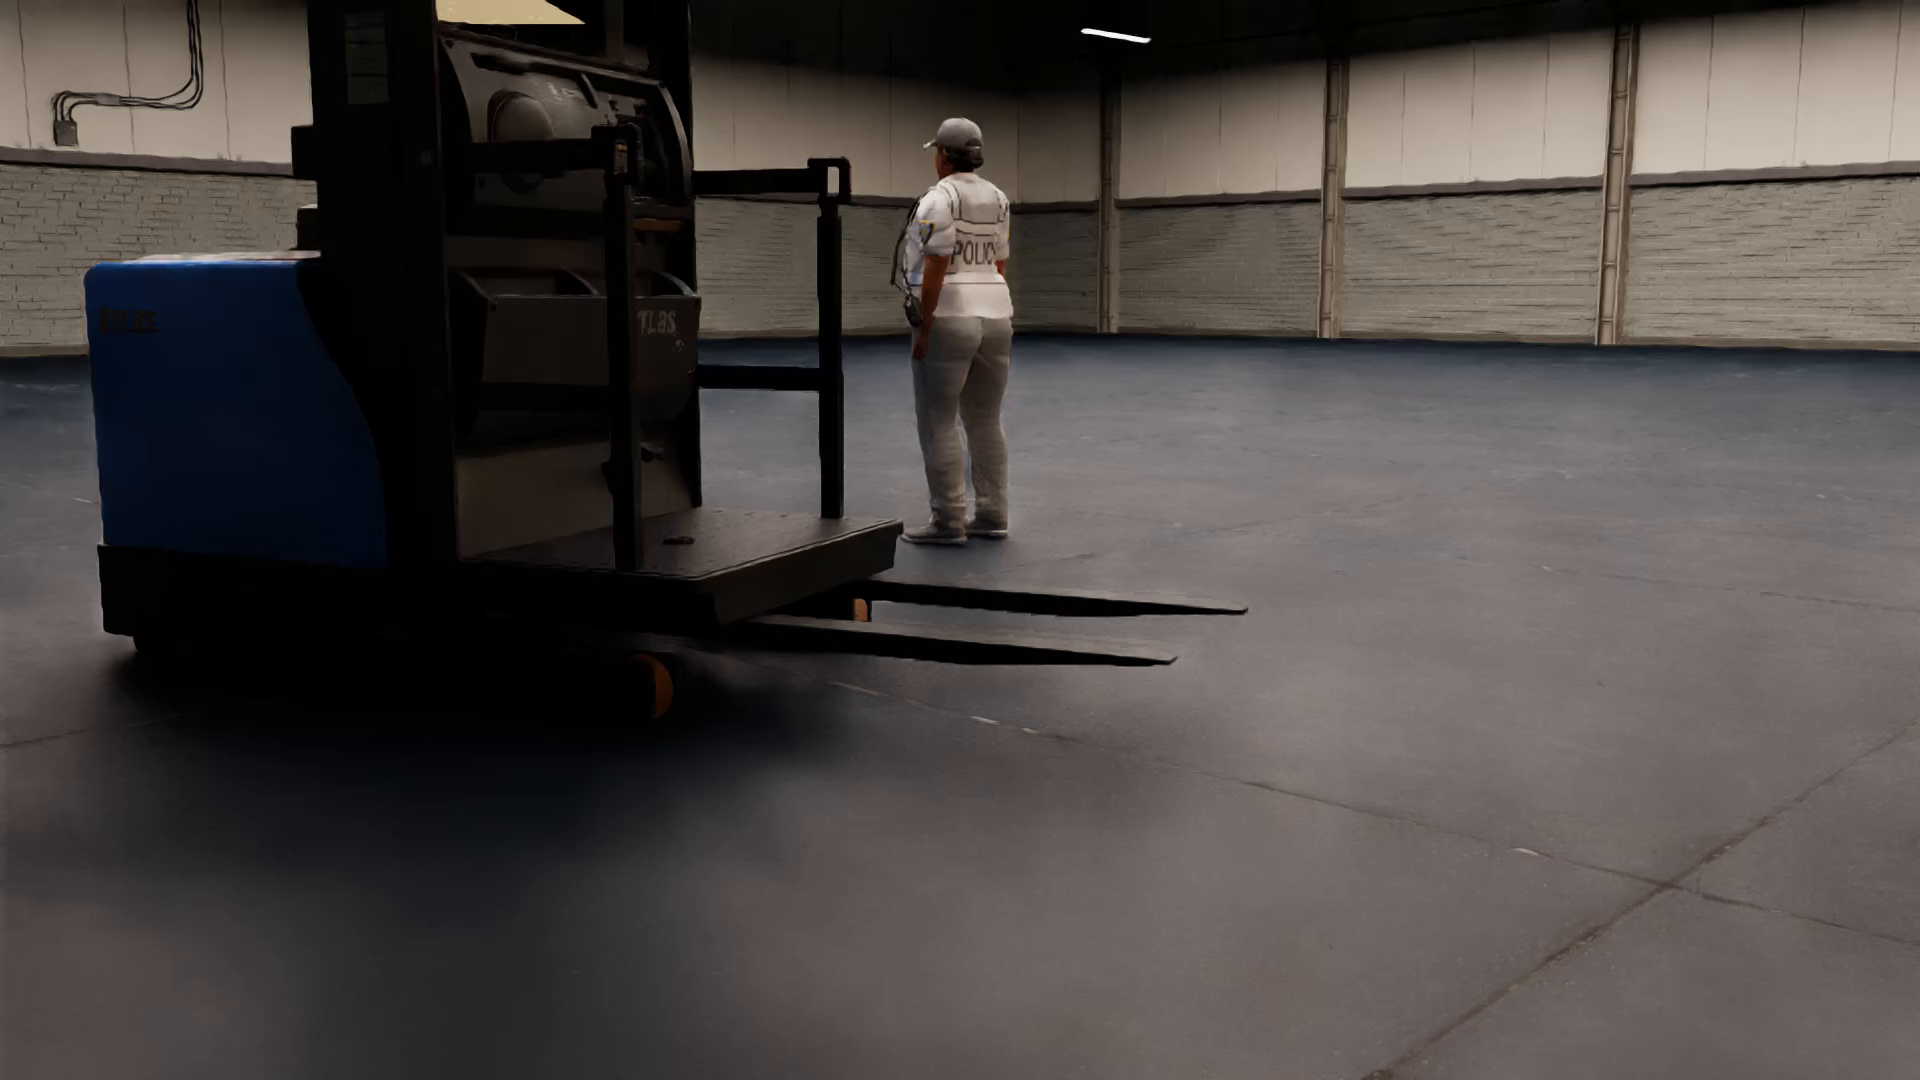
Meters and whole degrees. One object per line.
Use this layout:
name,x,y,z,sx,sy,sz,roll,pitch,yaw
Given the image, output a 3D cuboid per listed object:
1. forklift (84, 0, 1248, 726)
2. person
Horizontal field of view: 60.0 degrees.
forklift,-0.806,-1.108,4.232,3.031,2.935,1.130,4,9,24
person,-0.007,-0.823,6.611,0.388,1.669,0.480,8,12,43
